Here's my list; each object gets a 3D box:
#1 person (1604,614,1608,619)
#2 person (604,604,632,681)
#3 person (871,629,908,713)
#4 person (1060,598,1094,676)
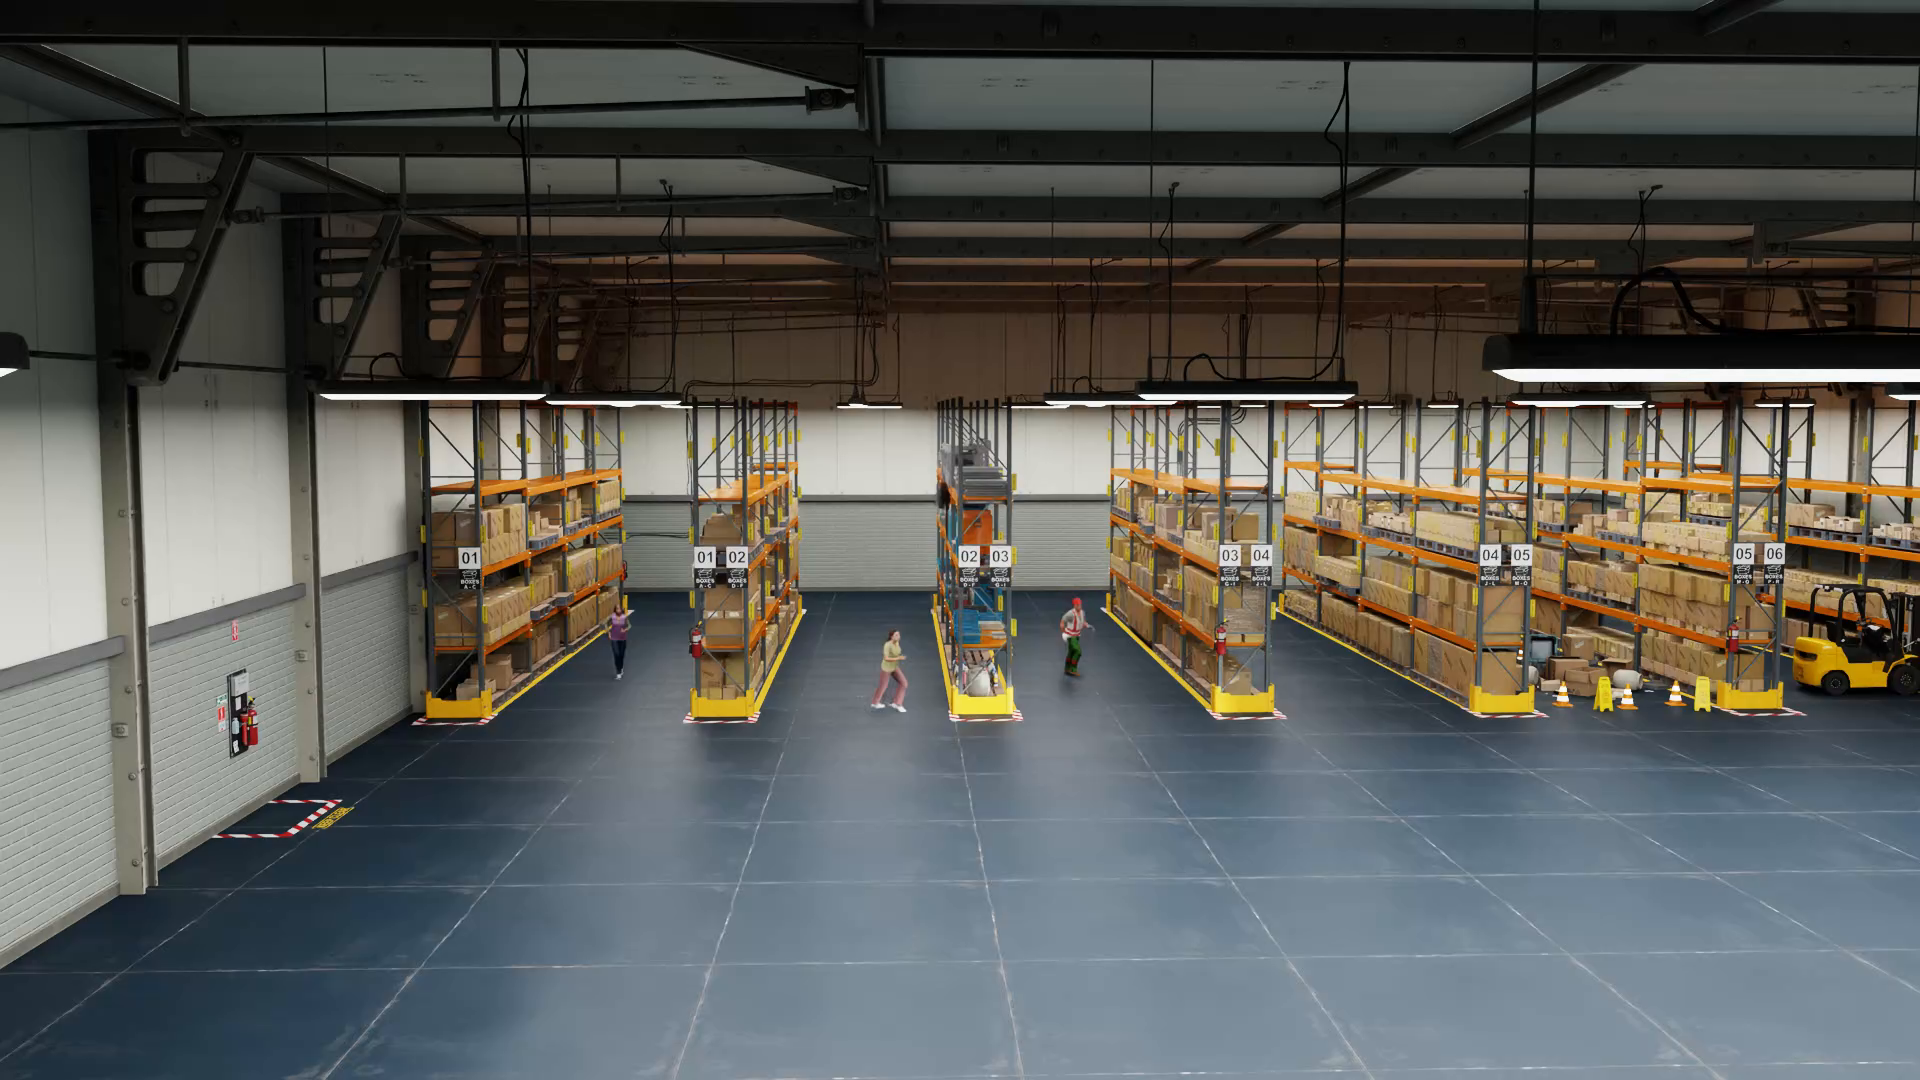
[{"bbox_3d":[17.446,1.400,45.469,0.615,1.639,0.698,-2,5,-29],"label":"person"},{"bbox_3d":[-7.339,2.131,35.701,0.564,1.558,0.689,-1,5,-17],"label":"person"},{"bbox_3d":[-1.351,2.468,31.560,0.914,1.614,0.504,4,6,43],"label":"person"},{"bbox_3d":[2.516,2.106,36.092,0.828,1.741,0.684,3,6,37],"label":"person"}]
